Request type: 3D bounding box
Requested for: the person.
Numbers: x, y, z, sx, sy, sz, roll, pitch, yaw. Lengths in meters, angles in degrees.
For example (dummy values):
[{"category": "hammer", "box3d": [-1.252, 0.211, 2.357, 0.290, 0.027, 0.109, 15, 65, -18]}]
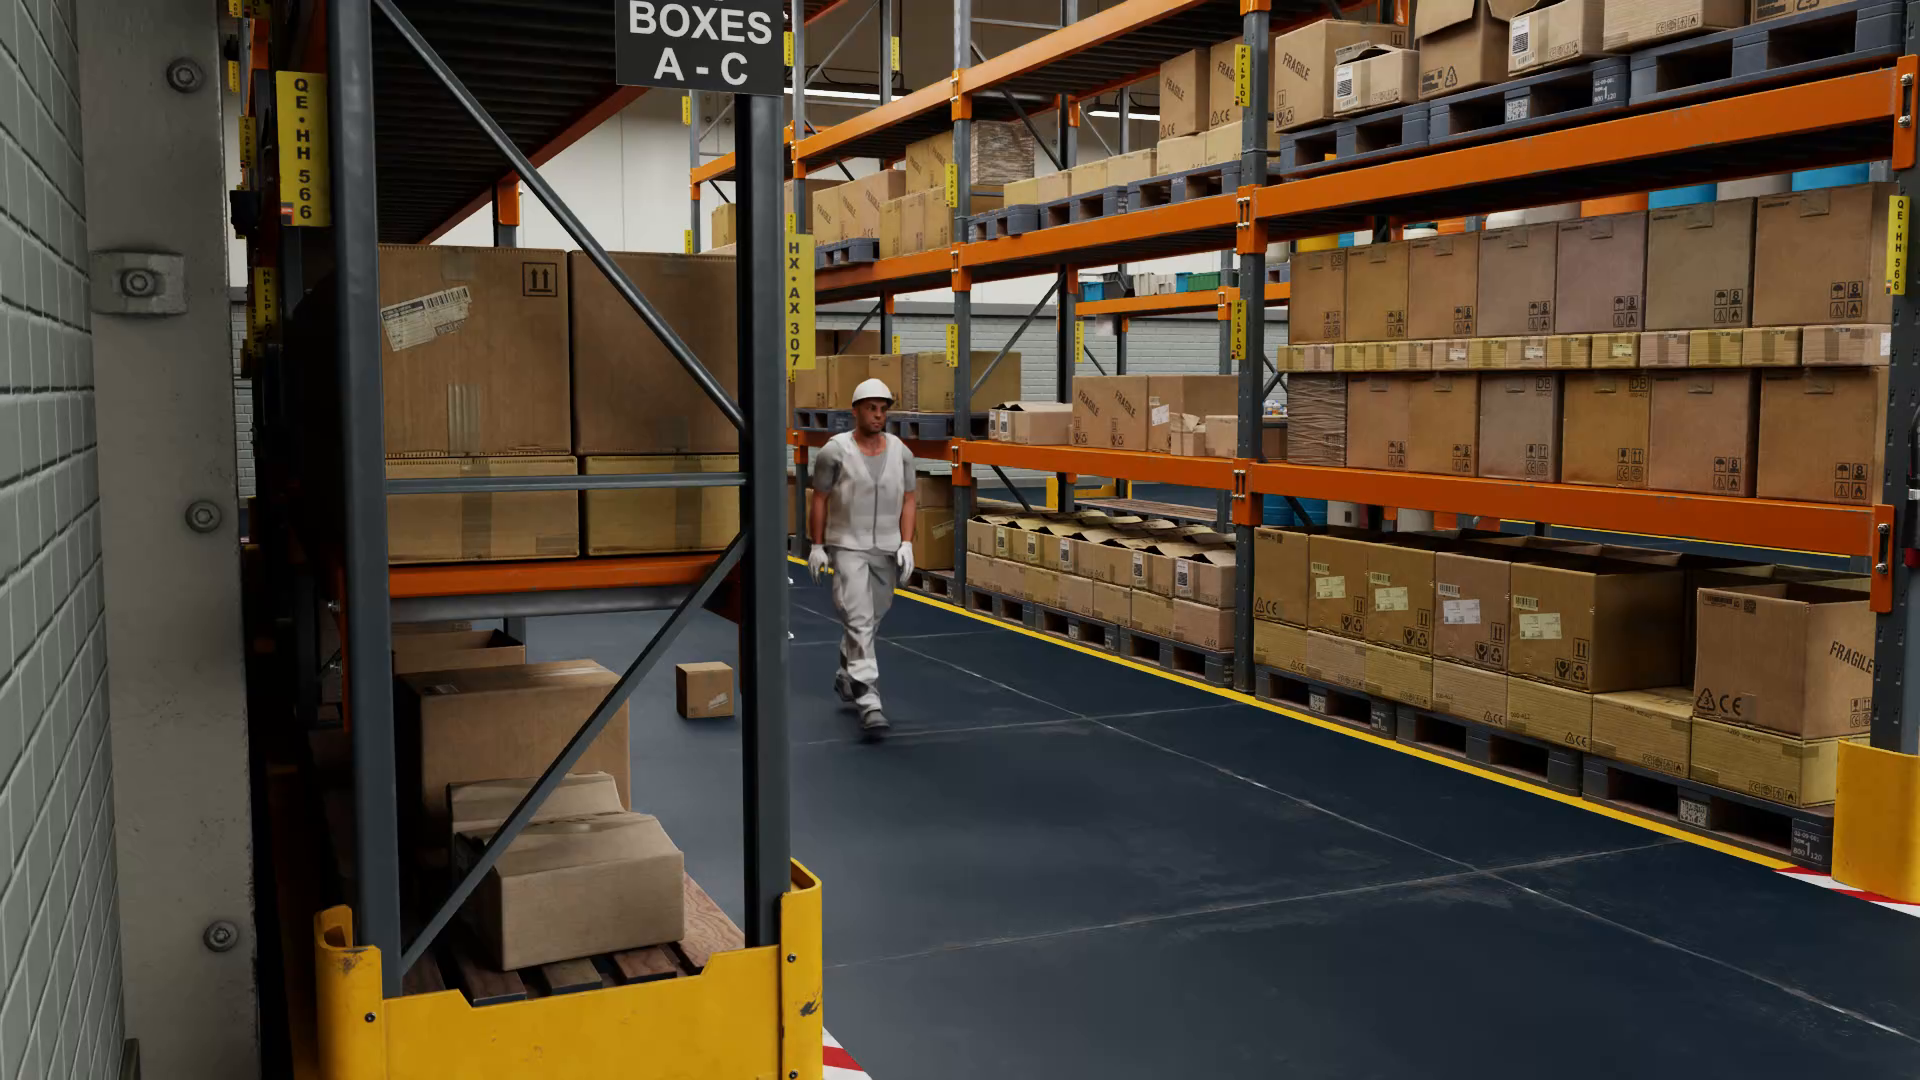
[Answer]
[{"category": "person", "box3d": [-0.474, 0.056, 8.458, 0.543, 1.749, 1.043, -3, 6, -27]}]
